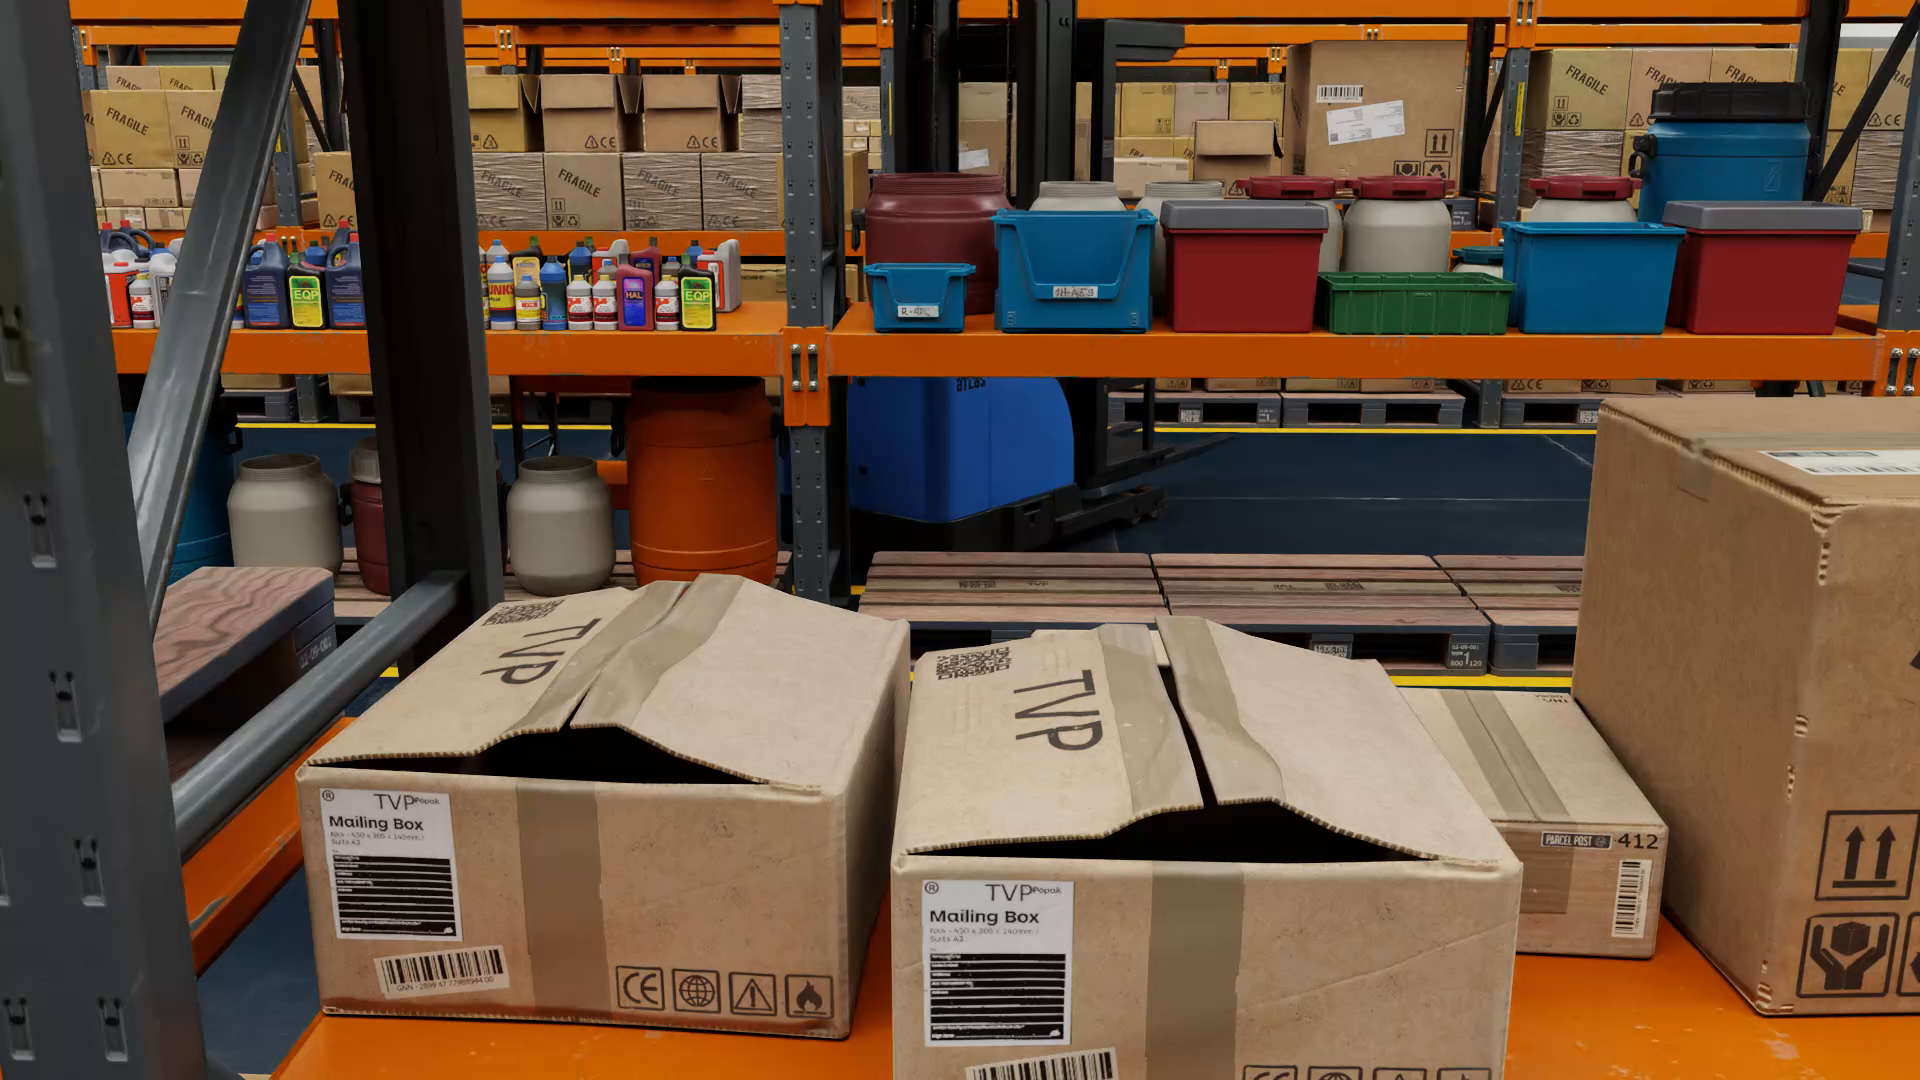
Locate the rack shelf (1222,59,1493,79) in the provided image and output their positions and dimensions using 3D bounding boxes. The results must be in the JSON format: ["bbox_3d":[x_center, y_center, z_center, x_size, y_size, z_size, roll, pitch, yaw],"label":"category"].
[{"bbox_3d":[5.940,-7.201,25.285,4.000,0.370,1.077,0,15,1],"label":"rack shelf"}]

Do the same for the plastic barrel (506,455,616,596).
[{"bbox_3d":[-1.617,-0.061,6.746,0.421,0.512,0.421,0,15,0],"label":"plastic barrel"}]

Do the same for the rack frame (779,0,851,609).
[{"bbox_3d":[-0.561,-1.082,6.559,0.127,3.000,1.000,0,15,1],"label":"rack frame"}]

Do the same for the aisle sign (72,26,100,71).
[{"bbox_3d":[-8.285,-4.842,15.716,0.004,0.787,0.394,0,15,1],"label":"aisle sign"}]

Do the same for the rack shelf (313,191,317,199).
[{"bbox_3d":[-6.205,-3.300,16.379,4.000,0.370,1.077,0,15,1],"label":"rack shelf"}]

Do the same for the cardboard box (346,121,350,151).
[{"bbox_3d":[-5.712,-3.765,15.953,0.500,0.500,0.500,0,15,1],"label":"cardboard box"}]

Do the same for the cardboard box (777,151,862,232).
[{"bbox_3d":[-0.934,-2.333,11.107,0.500,0.500,0.500,1,15,3],"label":"cardboard box"}]

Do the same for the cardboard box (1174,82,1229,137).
[{"bbox_3d":[2.276,-4.123,15.930,0.500,0.500,0.700,0,15,2],"label":"cardboard box"}]

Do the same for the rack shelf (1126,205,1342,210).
[{"bbox_3d":[1.793,-3.248,16.181,4.000,0.370,1.077,0,15,1],"label":"rack shelf"}]

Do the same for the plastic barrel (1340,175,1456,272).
[{"bbox_3d":[1.754,-1.188,6.697,0.433,0.535,0.433,0,15,0],"label":"plastic barrel"}]

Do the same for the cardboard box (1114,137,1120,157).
[{"bbox_3d":[1.248,-3.579,15.831,0.500,0.500,0.500,0,15,1],"label":"cardboard box"}]

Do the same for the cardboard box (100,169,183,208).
[{"bbox_3d":[-5.398,-2.381,11.194,0.500,0.250,0.500,1,15,3],"label":"cardboard box"}]

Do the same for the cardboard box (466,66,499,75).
[{"bbox_3d":[-4.682,-4.245,15.809,0.500,0.500,0.500,0,15,-1],"label":"cardboard box"}]

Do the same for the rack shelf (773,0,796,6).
[{"bbox_3d":[-2.560,-2.197,6.318,4.000,0.370,1.077,0,15,1],"label":"rack shelf"}]

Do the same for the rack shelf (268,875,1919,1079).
[{"bbox_3d":[-2.527,-3.786,8.484,11.863,4.752,15.826,0,15,1],"label":"rack shelf"}]

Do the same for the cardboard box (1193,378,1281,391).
[{"bbox_3d":[1.916,-1.344,11.590,0.500,0.500,0.700,-1,15,-3],"label":"cardboard box"}]

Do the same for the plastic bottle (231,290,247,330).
[{"bbox_3d":[-2.736,-0.929,6.234,0.097,0.271,0.097,0,15,0],"label":"plastic bottle"}]

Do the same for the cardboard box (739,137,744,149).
[{"bbox_3d":[-2.002,-3.729,15.681,0.250,0.149,0.380,1,15,3],"label":"cardboard box"}]

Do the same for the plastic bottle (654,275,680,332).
[{"bbox_3d":[-1.091,-0.885,6.203,0.097,0.201,0.097,0,15,0],"label":"plastic bottle"}]

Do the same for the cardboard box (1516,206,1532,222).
[{"bbox_3d":[3.772,-2.119,10.984,0.250,0.149,0.380,0,15,1],"label":"cardboard box"}]

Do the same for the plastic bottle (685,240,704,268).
[{"bbox_3d":[-1.100,-1.112,6.928,0.097,0.271,0.097,0,15,0],"label":"plastic bottle"}]

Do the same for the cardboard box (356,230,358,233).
[{"bbox_3d":[-2.400,-1.114,6.780,0.187,0.351,0.147,0,15,1],"label":"cardboard box"}]

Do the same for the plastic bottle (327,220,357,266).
[{"bbox_3d":[-2.531,-1.154,6.931,0.185,0.351,0.144,0,15,1],"label":"plastic bottle"}]

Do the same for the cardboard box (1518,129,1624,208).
[{"bbox_3d":[4.013,-2.492,11.126,0.500,0.500,0.875,0,15,1],"label":"cardboard box"}]

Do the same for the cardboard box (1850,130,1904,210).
[{"bbox_3d":[6.012,-2.482,11.089,0.500,0.500,0.875,0,15,1],"label":"cardboard box"}]

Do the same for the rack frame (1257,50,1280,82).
[{"bbox_3d":[3.818,-4.846,20.827,0.127,3.000,1.000,0,15,1],"label":"rack frame"}]

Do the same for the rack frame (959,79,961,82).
[{"bbox_3d":[-0.058,-6.138,25.724,0.127,3.000,1.000,0,15,1],"label":"rack frame"}]

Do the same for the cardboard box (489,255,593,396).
[{"bbox_3d":[-2.899,-1.542,11.645,0.875,0.875,1.225,0,15,-1],"label":"cardboard box"}]

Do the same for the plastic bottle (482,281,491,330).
[{"bbox_3d":[-1.808,-0.889,6.220,0.097,0.201,0.097,0,15,0],"label":"plastic bottle"}]

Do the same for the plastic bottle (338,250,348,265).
[{"bbox_3d":[-2.300,-0.964,6.344,0.133,0.283,0.061,0,15,1],"label":"plastic bottle"}]

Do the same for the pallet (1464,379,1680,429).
[{"bbox_3d":[4.237,-0.975,11.621,1.213,0.211,1.003,0,15,1],"label":"pallet"}]

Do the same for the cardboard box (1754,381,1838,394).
[{"bbox_3d":[5.716,-1.299,11.462,0.500,0.500,0.500,2,15,7],"label":"cardboard box"}]

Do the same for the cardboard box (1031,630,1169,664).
[{"bbox_3d":[0.215,0.239,2.048,0.250,0.149,0.380,0,15,1],"label":"cardboard box"}]

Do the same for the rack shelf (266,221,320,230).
[{"bbox_3d":[-6.432,-2.130,11.562,3.809,0.124,0.919,0,15,1],"label":"rack shelf"}]

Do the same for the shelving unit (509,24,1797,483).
[{"bbox_3d":[5.614,-5.258,16.508,12.941,6.053,21.314,2,15,6],"label":"shelving unit"}]

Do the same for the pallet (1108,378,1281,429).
[{"bbox_3d":[1.563,-0.982,11.649,1.213,0.211,1.003,0,15,1],"label":"pallet"}]

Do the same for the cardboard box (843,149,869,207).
[{"bbox_3d":[-0.913,-2.466,11.609,0.500,0.500,0.500,1,15,3],"label":"cardboard box"}]

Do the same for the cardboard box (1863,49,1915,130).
[{"bbox_3d":[6.007,-2.914,10.767,0.500,0.500,0.500,0,15,1],"label":"cardboard box"}]

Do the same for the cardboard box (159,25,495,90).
[{"bbox_3d":[-5.099,-3.942,15.910,4.819,2.340,0.603,1,15,3],"label":"cardboard box"}]

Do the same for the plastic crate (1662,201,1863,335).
[{"bbox_3d":[2.946,-1.012,6.169,0.583,0.464,0.402,0,15,1],"label":"plastic crate"}]

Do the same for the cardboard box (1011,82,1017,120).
[{"bbox_3d":[0.748,-4.132,15.966,0.500,0.500,0.700,0,15,1],"label":"cardboard box"}]

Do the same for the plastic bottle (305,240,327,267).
[{"bbox_3d":[-2.673,-1.107,6.908,0.097,0.271,0.097,0,15,0],"label":"plastic bottle"}]

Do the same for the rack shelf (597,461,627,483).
[{"bbox_3d":[-1.491,-0.272,7.833,0.952,0.093,0.459,2,15,6],"label":"rack shelf"}]

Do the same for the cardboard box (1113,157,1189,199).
[{"bbox_3d":[1.235,-2.406,11.049,0.500,0.250,0.500,0,15,0],"label":"cardboard box"}]

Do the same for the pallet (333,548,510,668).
[{"bbox_3d":[-2.566,0.264,6.927,1.213,0.211,1.003,0,15,1],"label":"pallet"}]

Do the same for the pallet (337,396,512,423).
[{"bbox_3d":[-3.660,-1.037,11.855,1.213,0.211,1.003,0,15,1],"label":"pallet"}]

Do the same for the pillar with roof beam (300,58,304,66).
[{"bbox_3d":[-10.838,-8.240,21.933,0.400,9.000,9.100,0,15,1],"label":"pillar with roof beam"}]

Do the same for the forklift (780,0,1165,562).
[{"bbox_3d":[20.713,0.092,2.417,40.949,2.843,17.870,11,18,36],"label":"forklift"}]

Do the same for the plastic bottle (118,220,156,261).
[{"bbox_3d":[-3.447,-1.160,6.953,0.185,0.351,0.144,0,15,1],"label":"plastic bottle"}]

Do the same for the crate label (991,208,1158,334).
[{"bbox_3d":[0.426,-1.023,6.269,0.616,0.435,0.502,0,15,1],"label":"crate label"}]

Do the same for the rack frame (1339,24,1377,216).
[{"bbox_3d":[3.792,-3.583,16.040,0.127,3.000,1.000,0,15,1],"label":"rack frame"}]

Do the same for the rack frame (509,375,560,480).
[{"bbox_3d":[-1.996,-0.452,7.846,0.032,1.125,0.500,2,15,6],"label":"rack frame"}]
